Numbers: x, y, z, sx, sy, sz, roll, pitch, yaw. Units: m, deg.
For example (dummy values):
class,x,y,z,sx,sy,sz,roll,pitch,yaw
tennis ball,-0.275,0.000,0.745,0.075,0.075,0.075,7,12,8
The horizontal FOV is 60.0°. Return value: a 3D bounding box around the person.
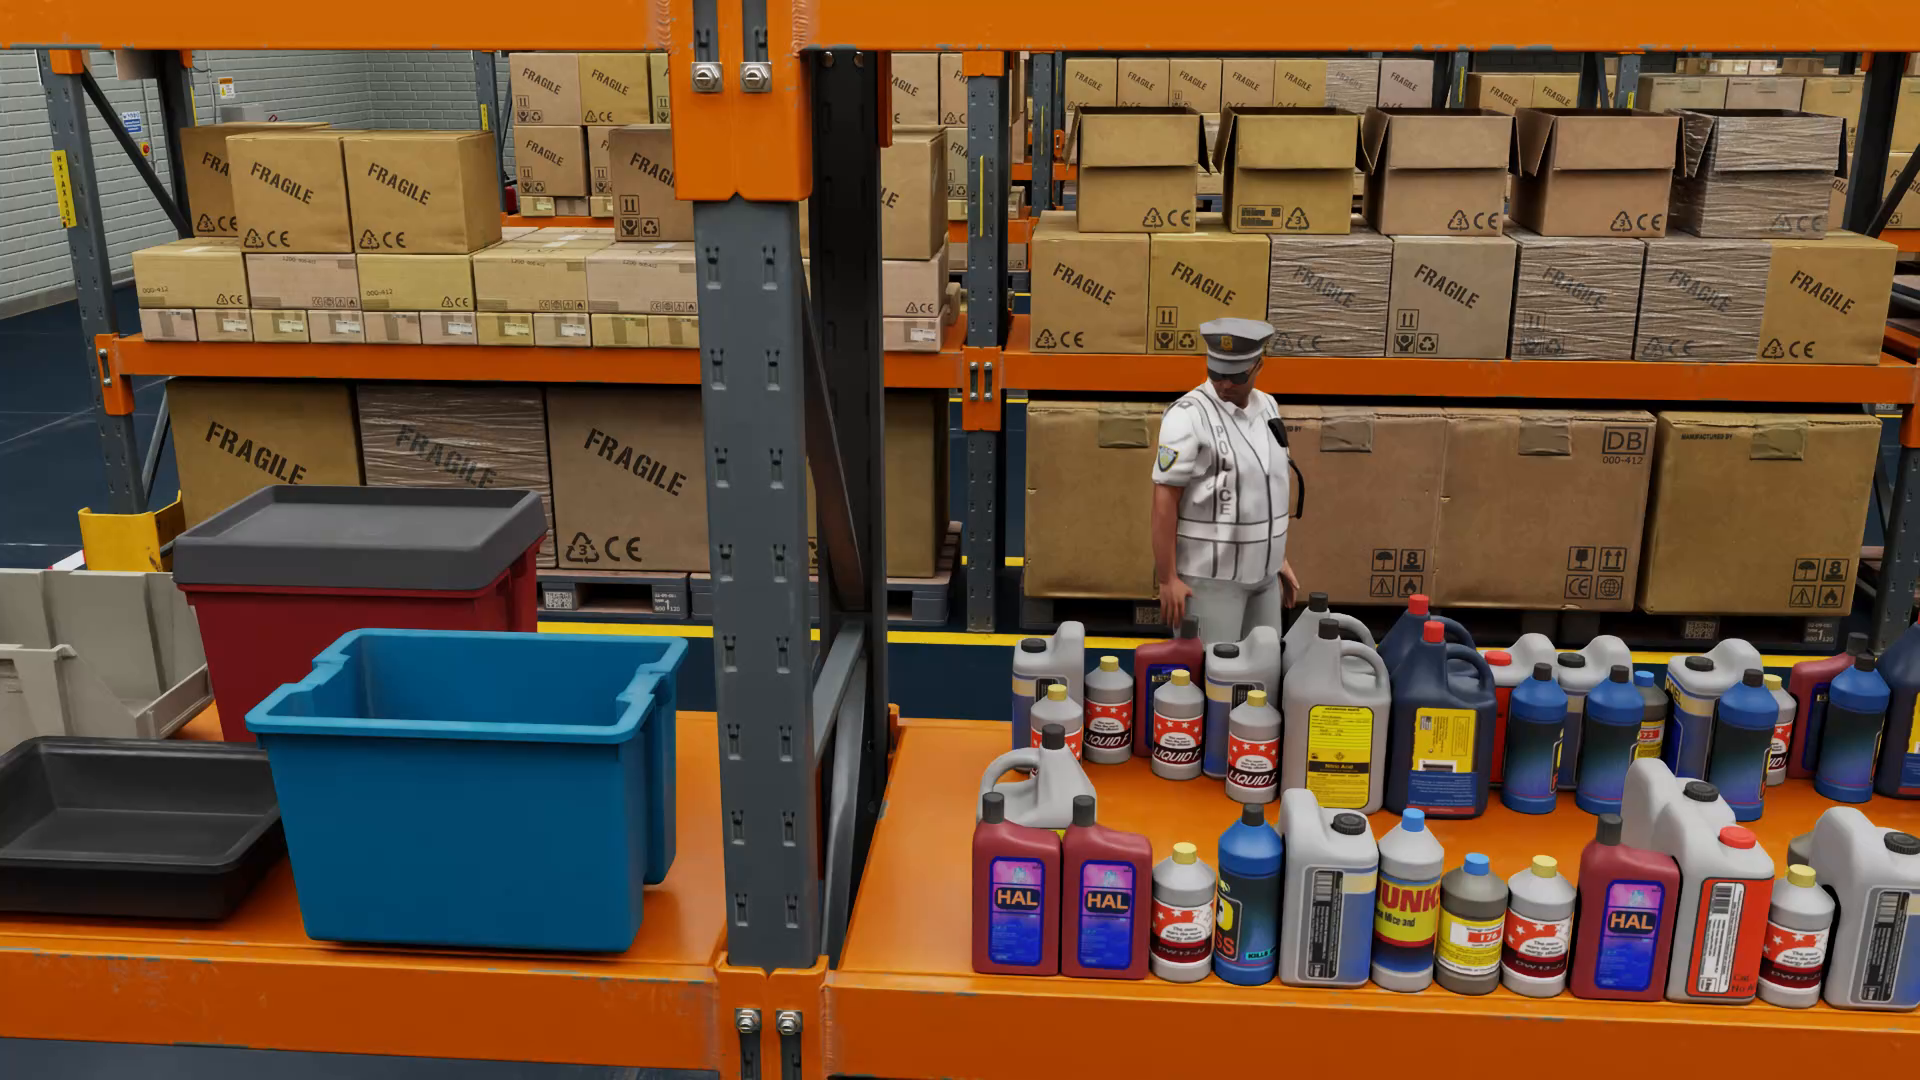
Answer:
class,x,y,z,sx,sy,sz,roll,pitch,yaw
person,0.882,0.100,5.681,0.584,1.738,0.641,-16,24,-42
